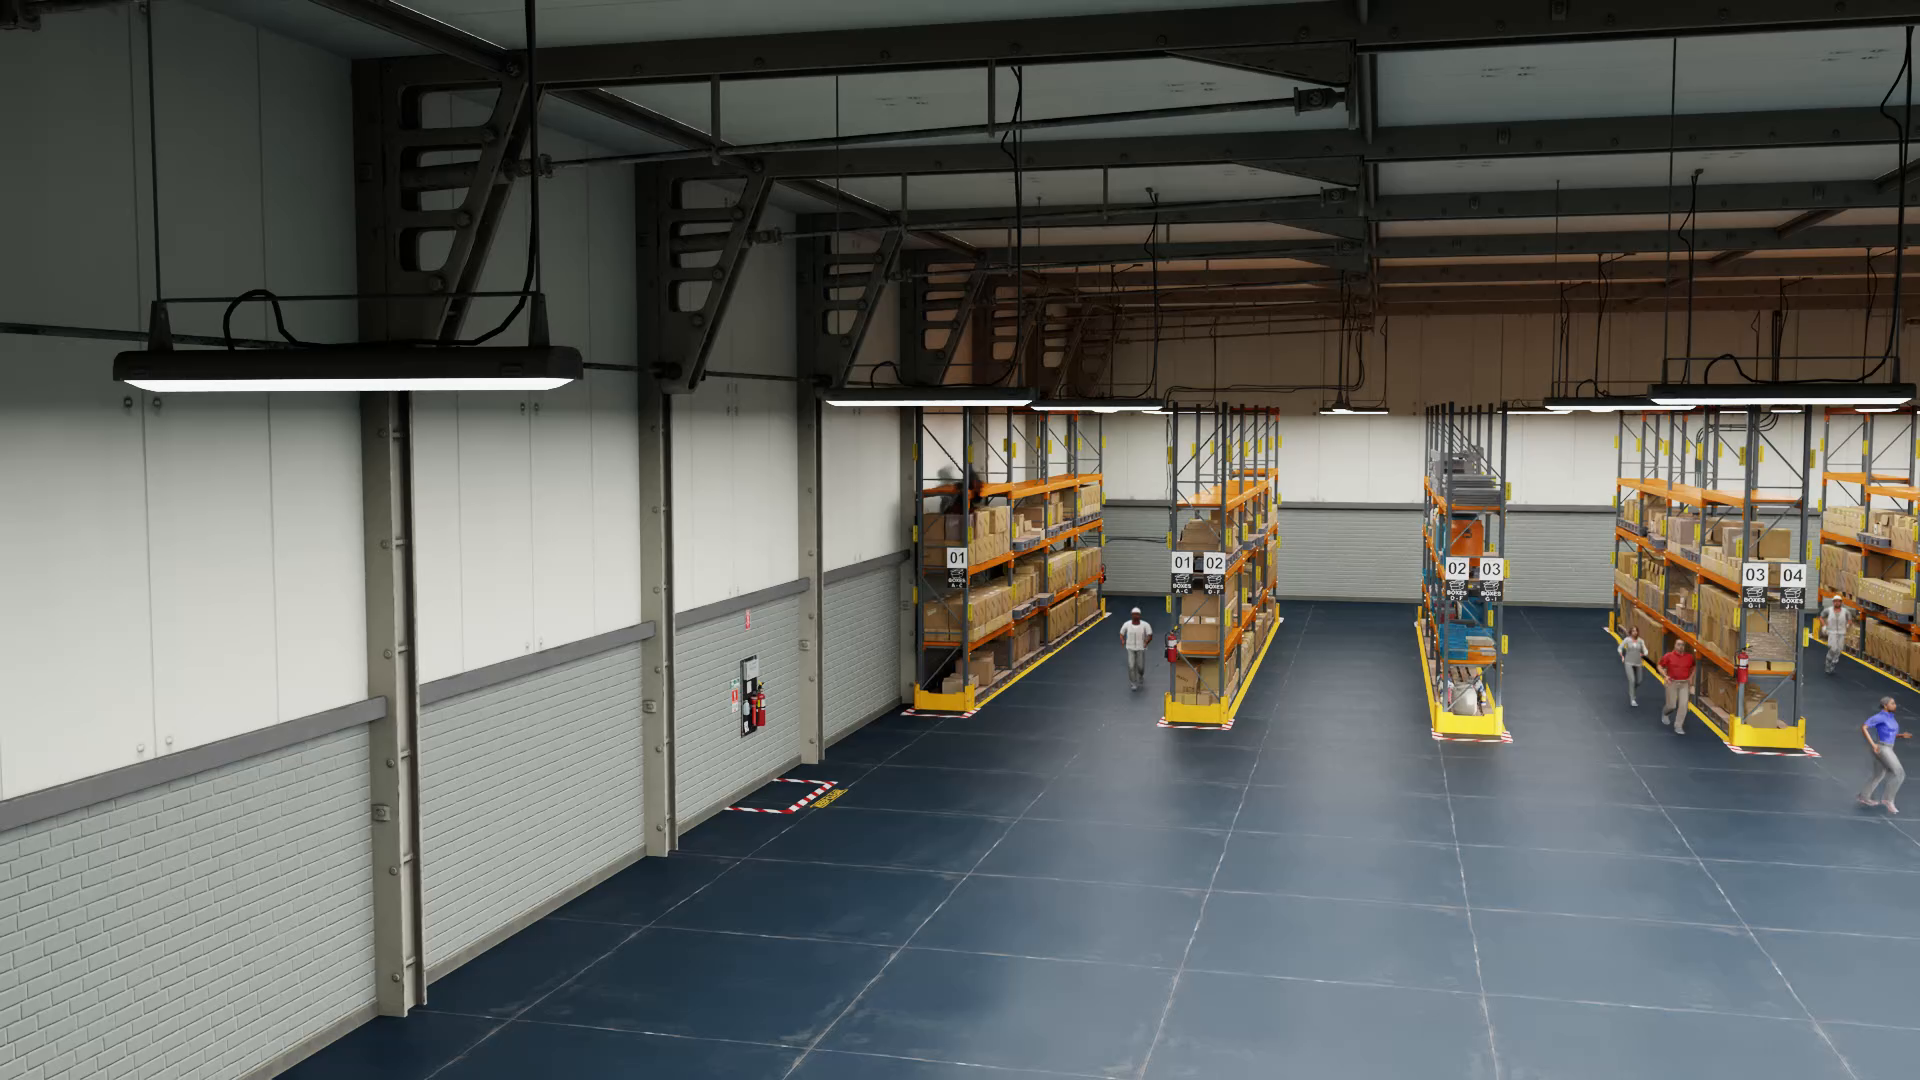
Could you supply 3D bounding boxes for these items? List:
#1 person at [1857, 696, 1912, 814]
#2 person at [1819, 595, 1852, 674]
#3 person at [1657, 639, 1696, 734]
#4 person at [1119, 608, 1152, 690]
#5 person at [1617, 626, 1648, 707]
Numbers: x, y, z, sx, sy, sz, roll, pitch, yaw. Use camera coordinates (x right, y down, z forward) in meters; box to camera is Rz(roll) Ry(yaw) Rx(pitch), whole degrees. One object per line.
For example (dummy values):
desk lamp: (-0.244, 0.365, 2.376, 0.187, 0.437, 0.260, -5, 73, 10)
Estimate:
person: (13.456, 3.116, 24.183, 0.681, 1.698, 0.555, 3, 5, 39)
person: (19.460, 2.114, 36.899, 0.624, 1.770, 0.667, 1, 4, 16)
person: (13.052, 2.640, 30.250, 0.681, 1.696, 0.749, 0, 4, 6)
person: (3.691, 2.281, 34.976, 0.700, 1.719, 0.625, 1, 4, 9)
person: (13.401, 2.494, 33.125, 0.548, 1.555, 0.805, 1, 4, 9)
